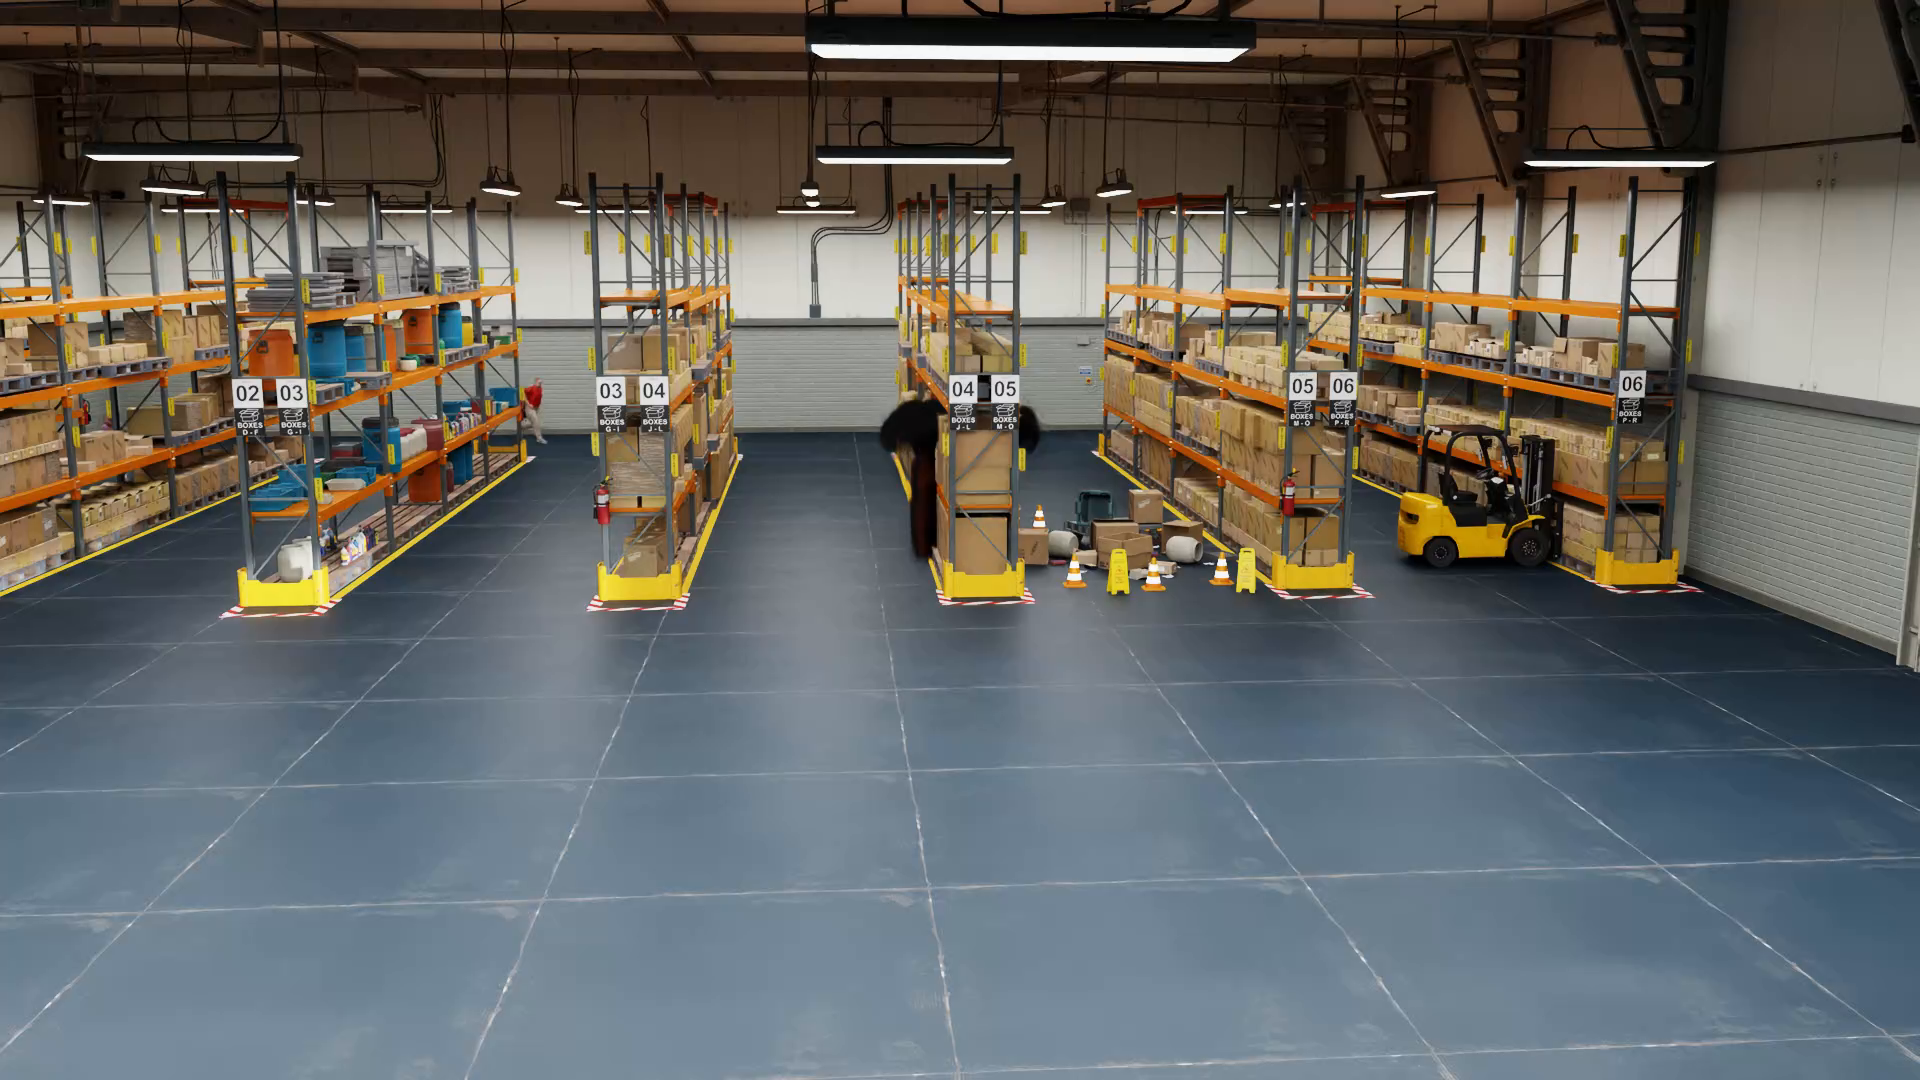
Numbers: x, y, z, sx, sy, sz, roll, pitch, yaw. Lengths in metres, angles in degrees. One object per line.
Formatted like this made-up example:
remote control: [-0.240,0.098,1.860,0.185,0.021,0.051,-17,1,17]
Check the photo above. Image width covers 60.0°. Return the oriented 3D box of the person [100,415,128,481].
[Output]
person: [-17.943,-1.885,35.323,0.545,1.390,0.838,-3,10,-15]

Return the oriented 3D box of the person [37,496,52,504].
person: [-17.386,-1.304,31.378,0.664,1.615,0.897,-4,11,-19]

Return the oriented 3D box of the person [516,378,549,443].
person: [-11.072,-3.344,42.875,0.960,1.691,0.650,5,11,24]
